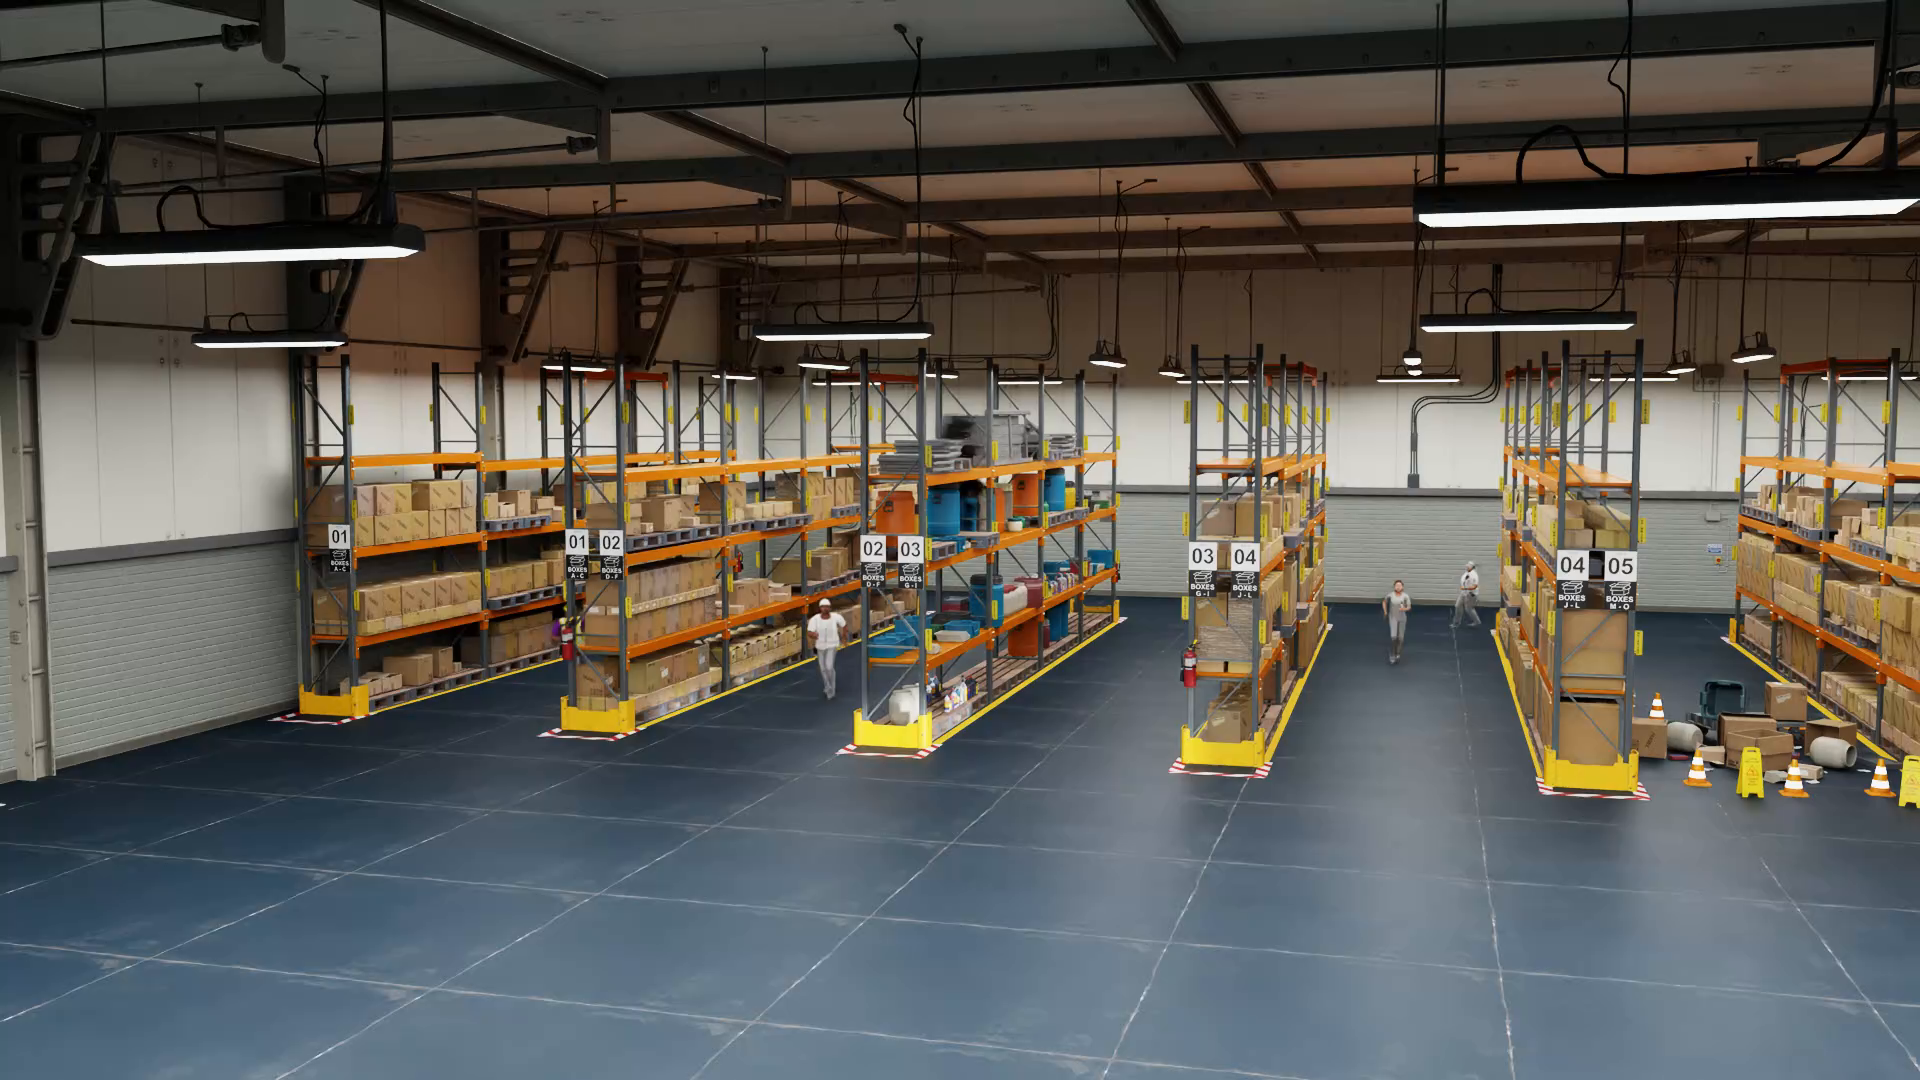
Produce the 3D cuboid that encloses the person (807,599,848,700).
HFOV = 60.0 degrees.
[{"bbox_3d":[-2.357,1.924,29.380,0.659,1.786,0.810,1,4,10],"label":"person"}]

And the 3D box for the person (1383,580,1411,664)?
[{"bbox_3d":[8.832,1.651,33.588,0.528,1.687,0.691,0,4,6],"label":"person"}]

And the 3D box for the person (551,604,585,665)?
[{"bbox_3d":[-6.736,1.954,29.068,0.717,1.756,0.973,1,4,11],"label":"person"}]

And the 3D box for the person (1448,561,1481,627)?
[{"bbox_3d":[11.949,1.293,39.036,0.689,1.649,0.768,-1,4,-10],"label":"person"}]
